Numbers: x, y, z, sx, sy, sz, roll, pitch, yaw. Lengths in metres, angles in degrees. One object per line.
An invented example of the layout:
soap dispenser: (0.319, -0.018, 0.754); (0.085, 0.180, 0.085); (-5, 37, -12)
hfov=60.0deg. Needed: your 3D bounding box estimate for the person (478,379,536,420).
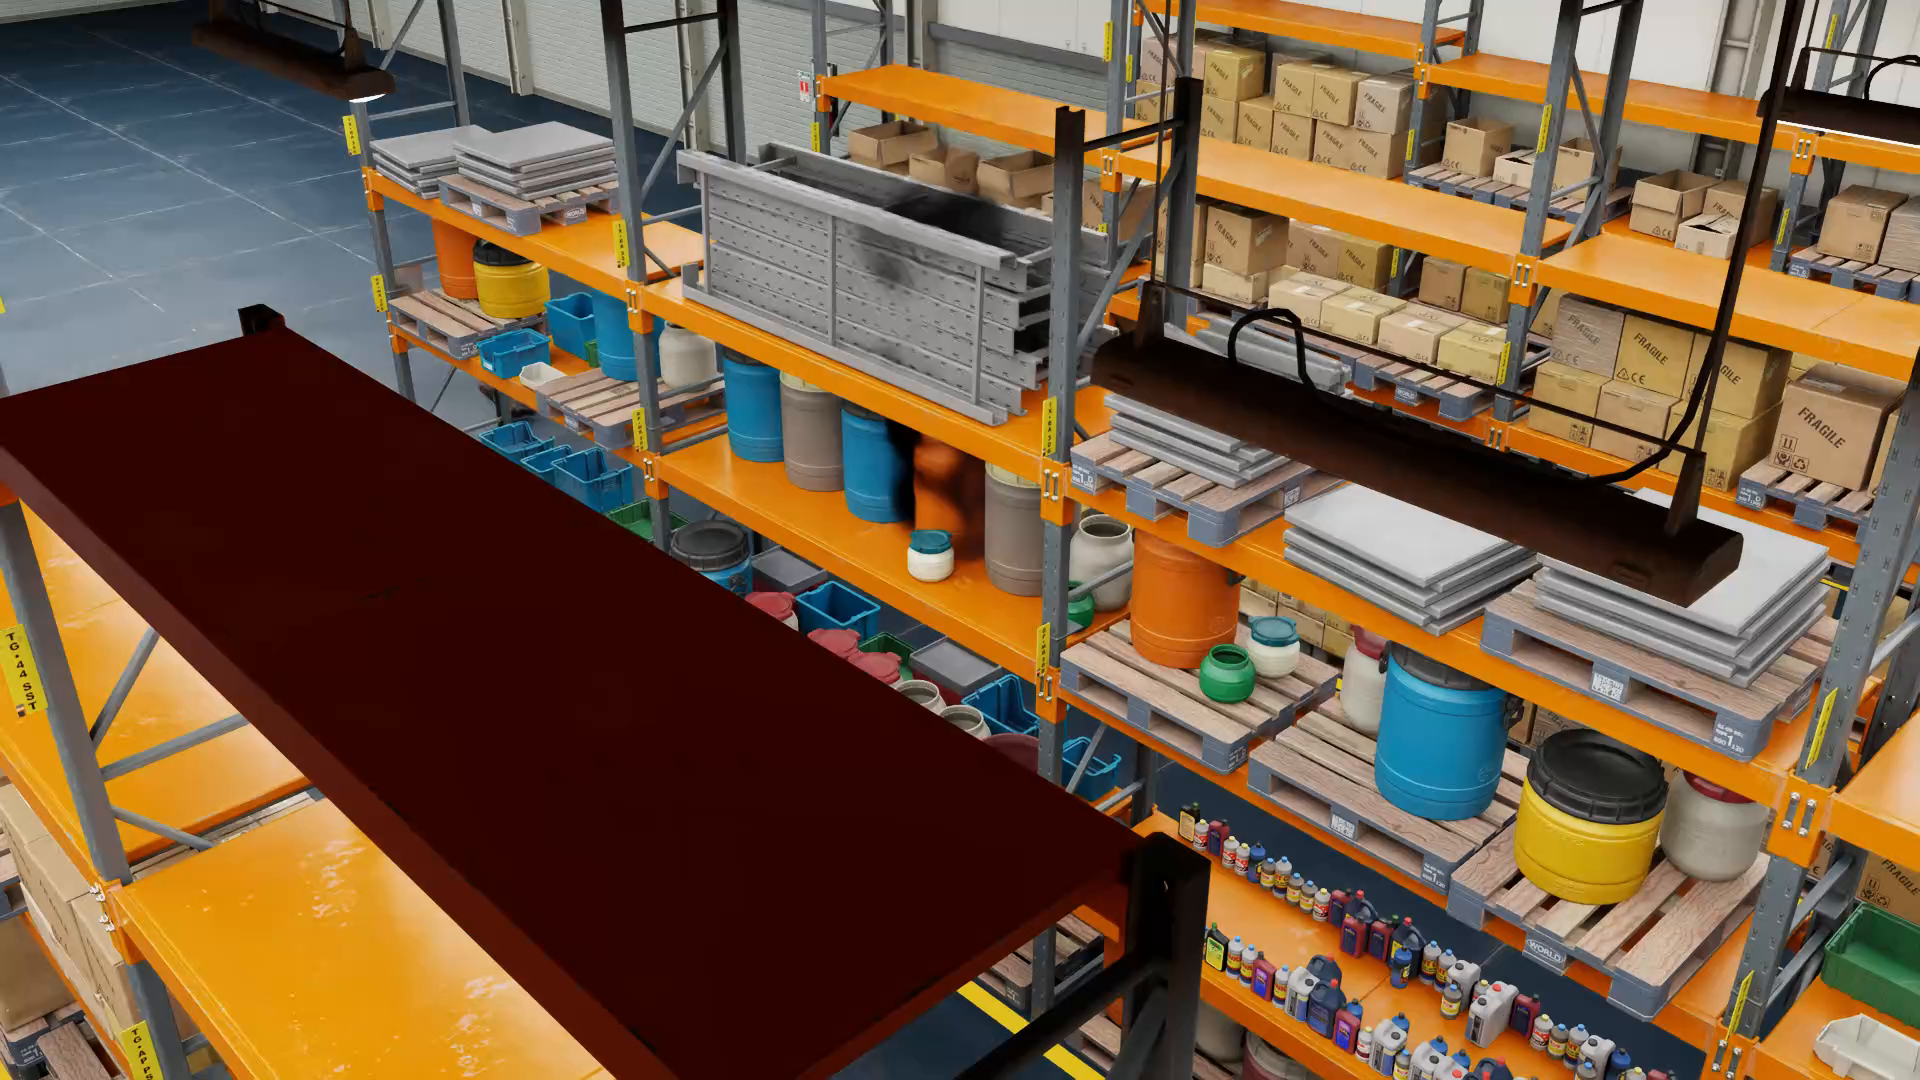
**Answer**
person: (-5.291, -2.110, 19.019); (0.703, 1.752, 0.676); (-7, 29, -13)
